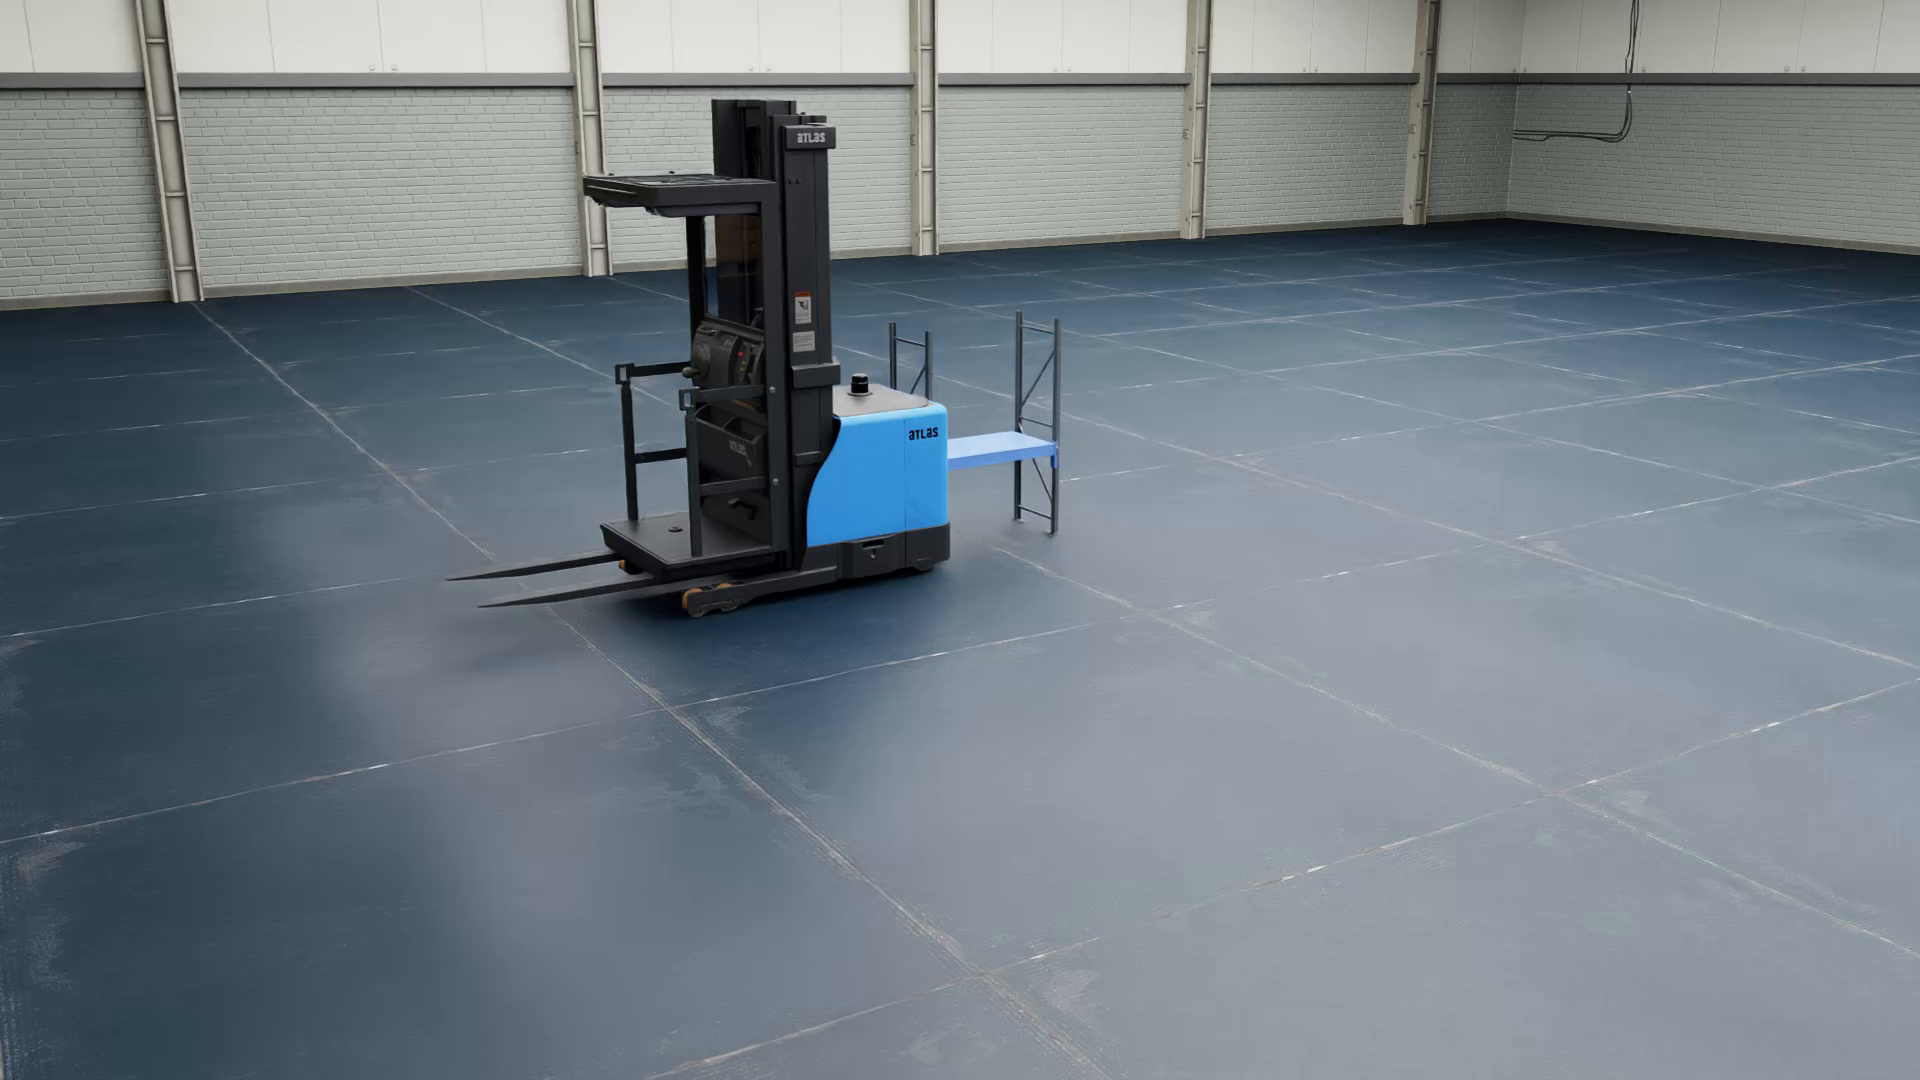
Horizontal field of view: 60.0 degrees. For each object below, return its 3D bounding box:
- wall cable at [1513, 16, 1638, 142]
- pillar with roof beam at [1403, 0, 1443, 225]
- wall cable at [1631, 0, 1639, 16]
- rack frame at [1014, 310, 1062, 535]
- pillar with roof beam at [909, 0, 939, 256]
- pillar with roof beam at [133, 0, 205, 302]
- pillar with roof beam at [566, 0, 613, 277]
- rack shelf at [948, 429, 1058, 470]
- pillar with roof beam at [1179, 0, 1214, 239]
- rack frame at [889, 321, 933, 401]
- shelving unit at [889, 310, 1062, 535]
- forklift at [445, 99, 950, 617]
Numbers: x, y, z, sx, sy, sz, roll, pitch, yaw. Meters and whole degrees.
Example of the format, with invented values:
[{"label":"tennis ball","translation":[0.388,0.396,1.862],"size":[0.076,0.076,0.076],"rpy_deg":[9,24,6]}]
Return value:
[{"label":"wall cable","translation":[12.870,-9.665,34.968],"size":[0.112,2.526,3.097],"rpy_deg":[-9,18,-30]},{"label":"pillar with roof beam","translation":[11.881,-10.060,30.627],"size":[0.400,9.000,9.100],"rpy_deg":[-9,18,-30]},{"label":"wall cable","translation":[14.263,-11.471,32.054],"size":[0.112,2.526,3.097],"rpy_deg":[-9,18,-30]},{"label":"rack frame","translation":[0.534,-0.815,11.539],"size":[0.032,1.500,0.500],"rpy_deg":[-10,18,-31]},{"label":"pillar with roof beam","translation":[1.595,-8.392,24.676],"size":[0.400,9.000,9.100],"rpy_deg":[-9,18,-30]},{"label":"pillar with roof beam","translation":[-8.692,-6.724,18.725],"size":[0.400,9.000,9.100],"rpy_deg":[-9,18,-30]},{"label":"pillar with roof beam","translation":[-3.549,-7.558,21.701],"size":[0.400,9.000,9.100],"rpy_deg":[-9,18,-30]},{"label":"rack shelf","translation":[0.106,-0.568,11.324],"size":[1.000,0.185,0.538],"rpy_deg":[-10,18,-31]},{"label":"pillar with roof beam","translation":[6.738,-9.226,27.651],"size":[0.400,9.000,9.100],"rpy_deg":[-9,18,-30]},{"label":"rack frame","translation":[-0.322,-0.667,11.012],"size":[0.032,1.500,0.500],"rpy_deg":[-10,18,-31]},{"label":"shelving unit","translation":[0.106,-0.741,11.275],"size":[1.048,1.500,0.538],"rpy_deg":[-10,18,-31]},{"label":"forklift","translation":[-1.583,-1.121,9.978],"size":[3.031,2.935,1.130],"rpy_deg":[-10,18,-31]}]
